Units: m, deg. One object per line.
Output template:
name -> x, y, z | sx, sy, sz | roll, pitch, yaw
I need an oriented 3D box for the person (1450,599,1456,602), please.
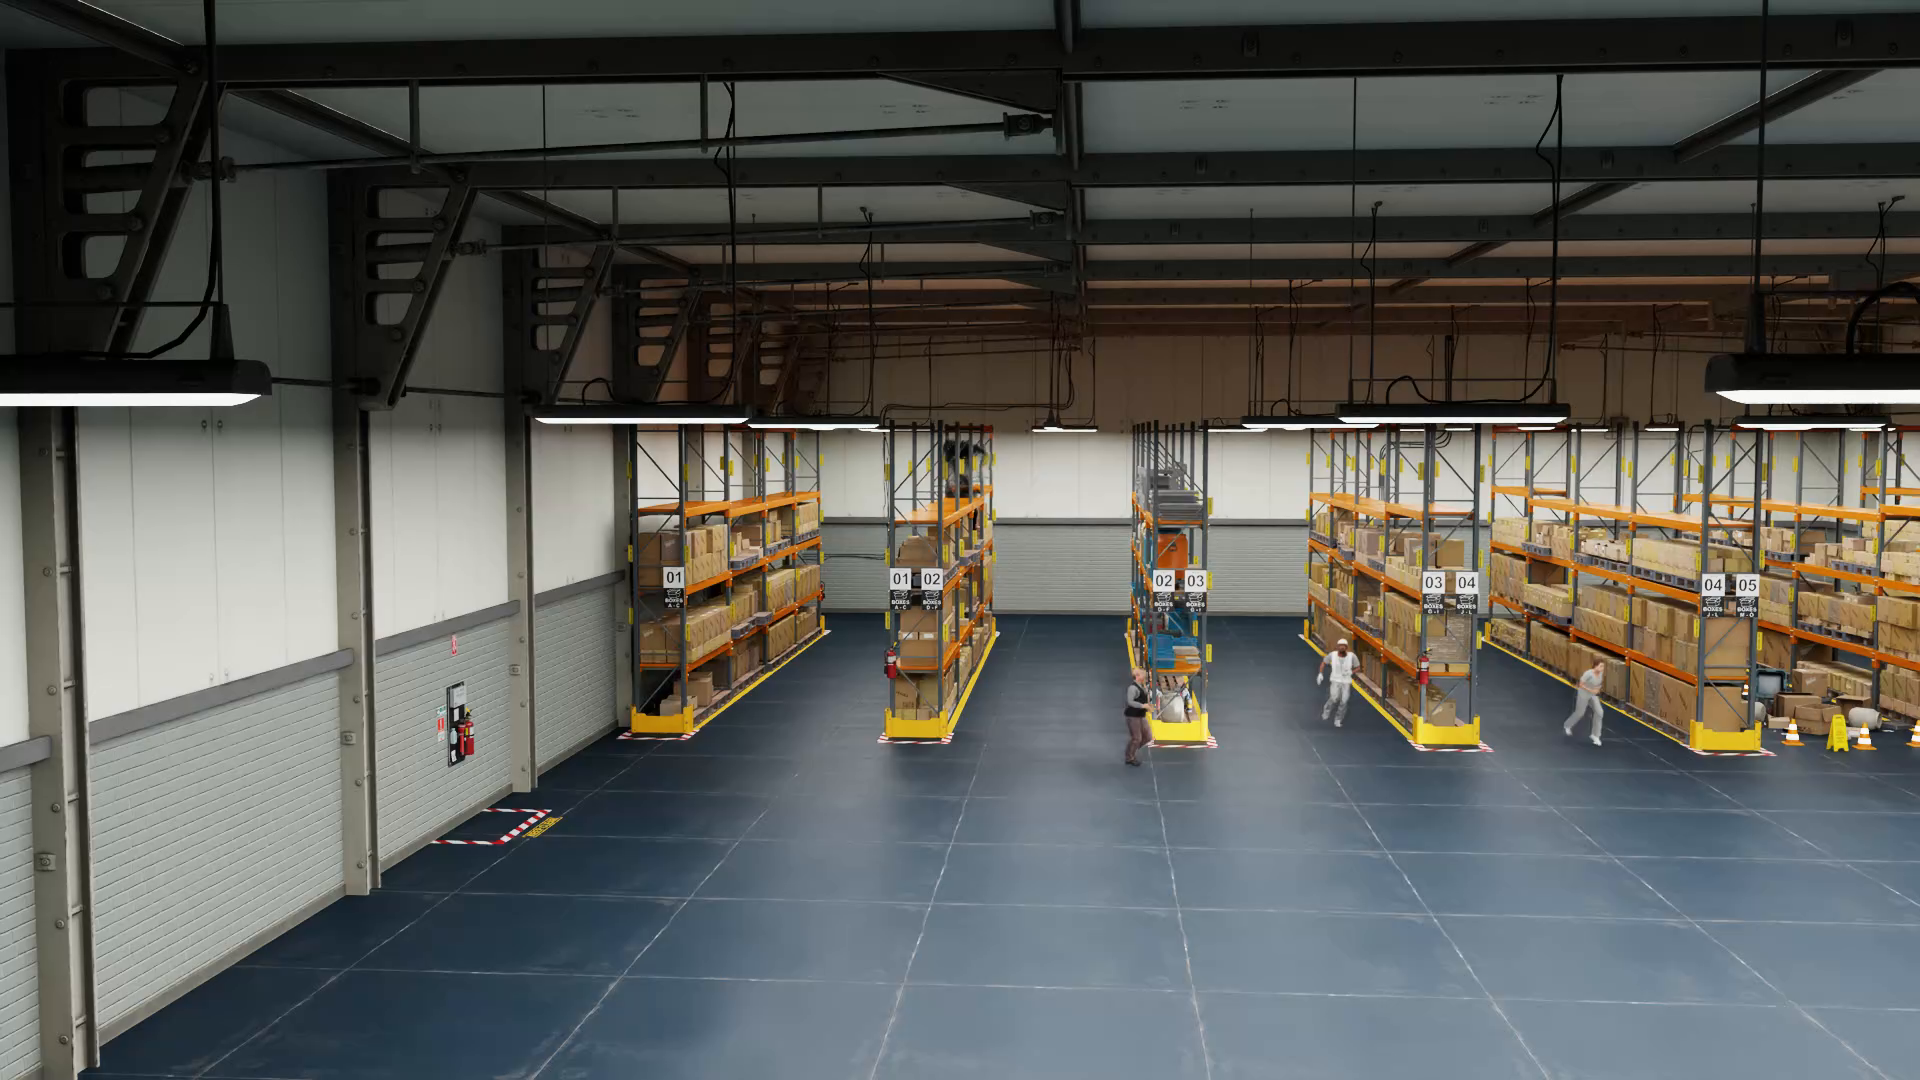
person -> 13.464, 1.994, 45.931 | 0.617, 1.635, 0.564 | 2, 4, 25

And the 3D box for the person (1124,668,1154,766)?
person -> 3.100, 3.058, 28.693 | 0.586, 1.688, 0.641 | 2, 4, 27

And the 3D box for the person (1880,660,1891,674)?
person -> 21.284, 2.538, 38.172 | 0.587, 1.550, 0.837 | 0, 4, 0

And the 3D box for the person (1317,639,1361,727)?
person -> 7.464, 2.803, 32.697 | 0.808, 1.734, 0.561 | 0, 4, 2

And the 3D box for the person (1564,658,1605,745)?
person -> 11.694, 2.981, 31.139 | 0.606, 1.626, 0.961 | -2, 4, -24
